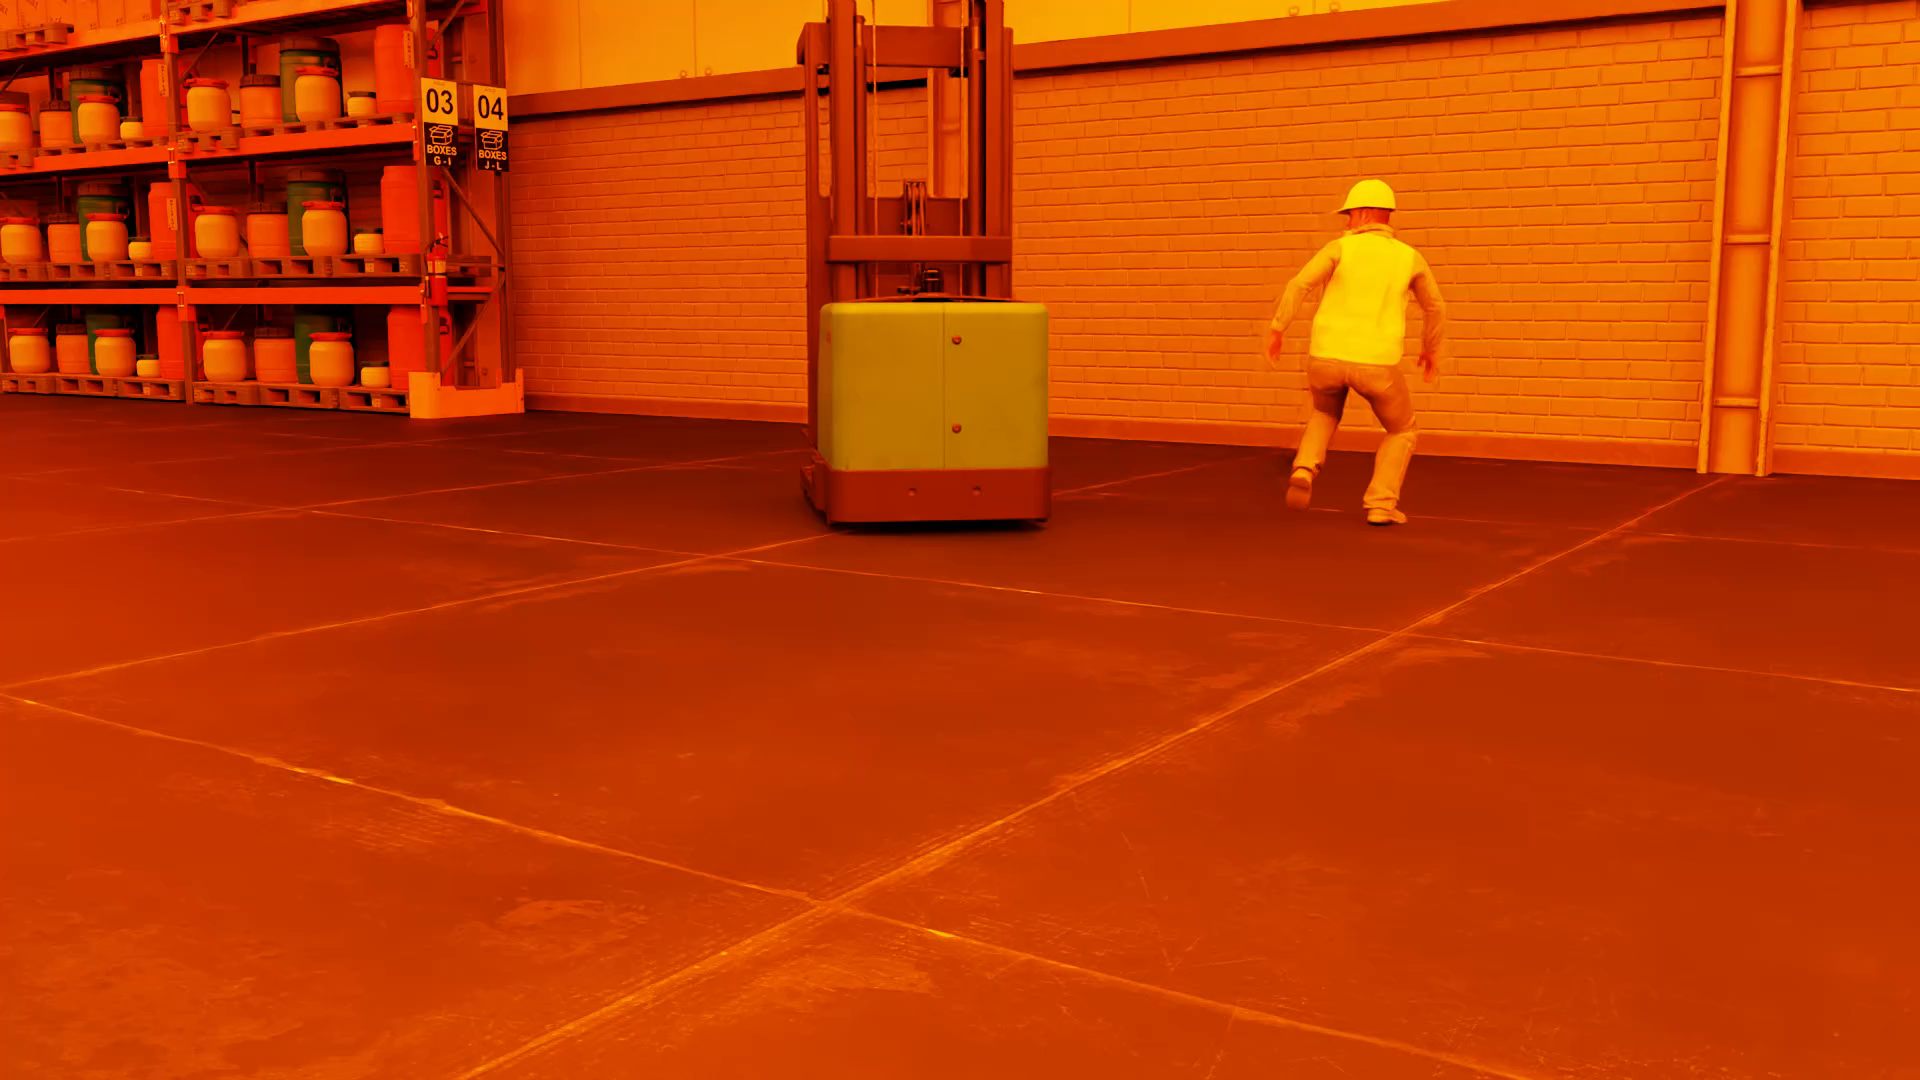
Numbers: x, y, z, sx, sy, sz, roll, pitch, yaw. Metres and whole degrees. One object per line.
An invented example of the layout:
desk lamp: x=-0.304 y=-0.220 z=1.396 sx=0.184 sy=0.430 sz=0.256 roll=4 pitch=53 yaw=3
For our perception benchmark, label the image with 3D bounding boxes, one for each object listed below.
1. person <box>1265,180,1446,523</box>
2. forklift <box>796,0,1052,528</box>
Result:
person: x=1.952 y=-0.914 z=8.166 sx=0.802 sy=1.674 sz=0.604 roll=4 pitch=9 yaw=24
forklift: x=-0.304 y=-1.681 z=9.012 sx=1.130 sy=2.935 sz=3.031 roll=-1 pitch=8 yaw=-9
